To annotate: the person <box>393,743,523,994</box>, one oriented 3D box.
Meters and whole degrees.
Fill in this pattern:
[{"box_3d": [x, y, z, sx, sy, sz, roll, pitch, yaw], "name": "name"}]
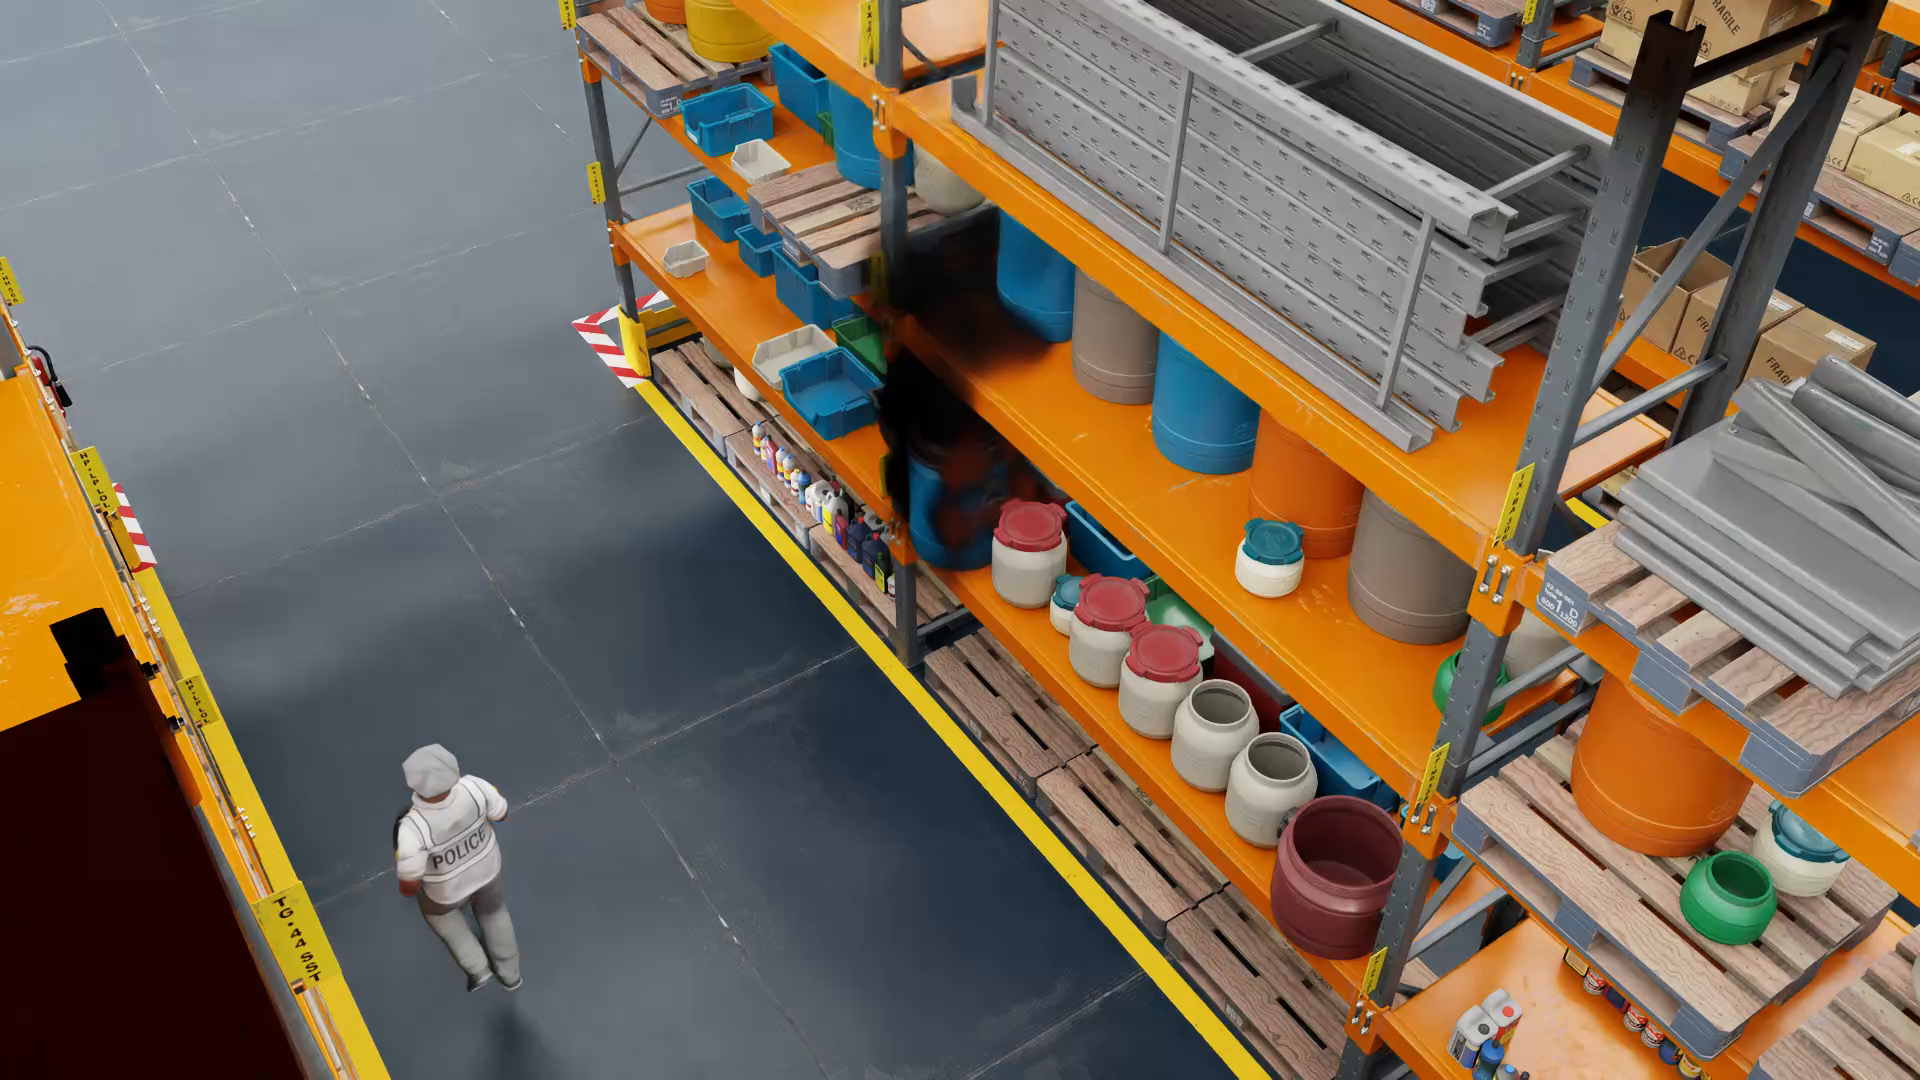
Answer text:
[{"box_3d": [-2.552, 1.623, 8.317, 0.648, 1.829, 0.613, -31, 51, -29], "name": "person"}]
